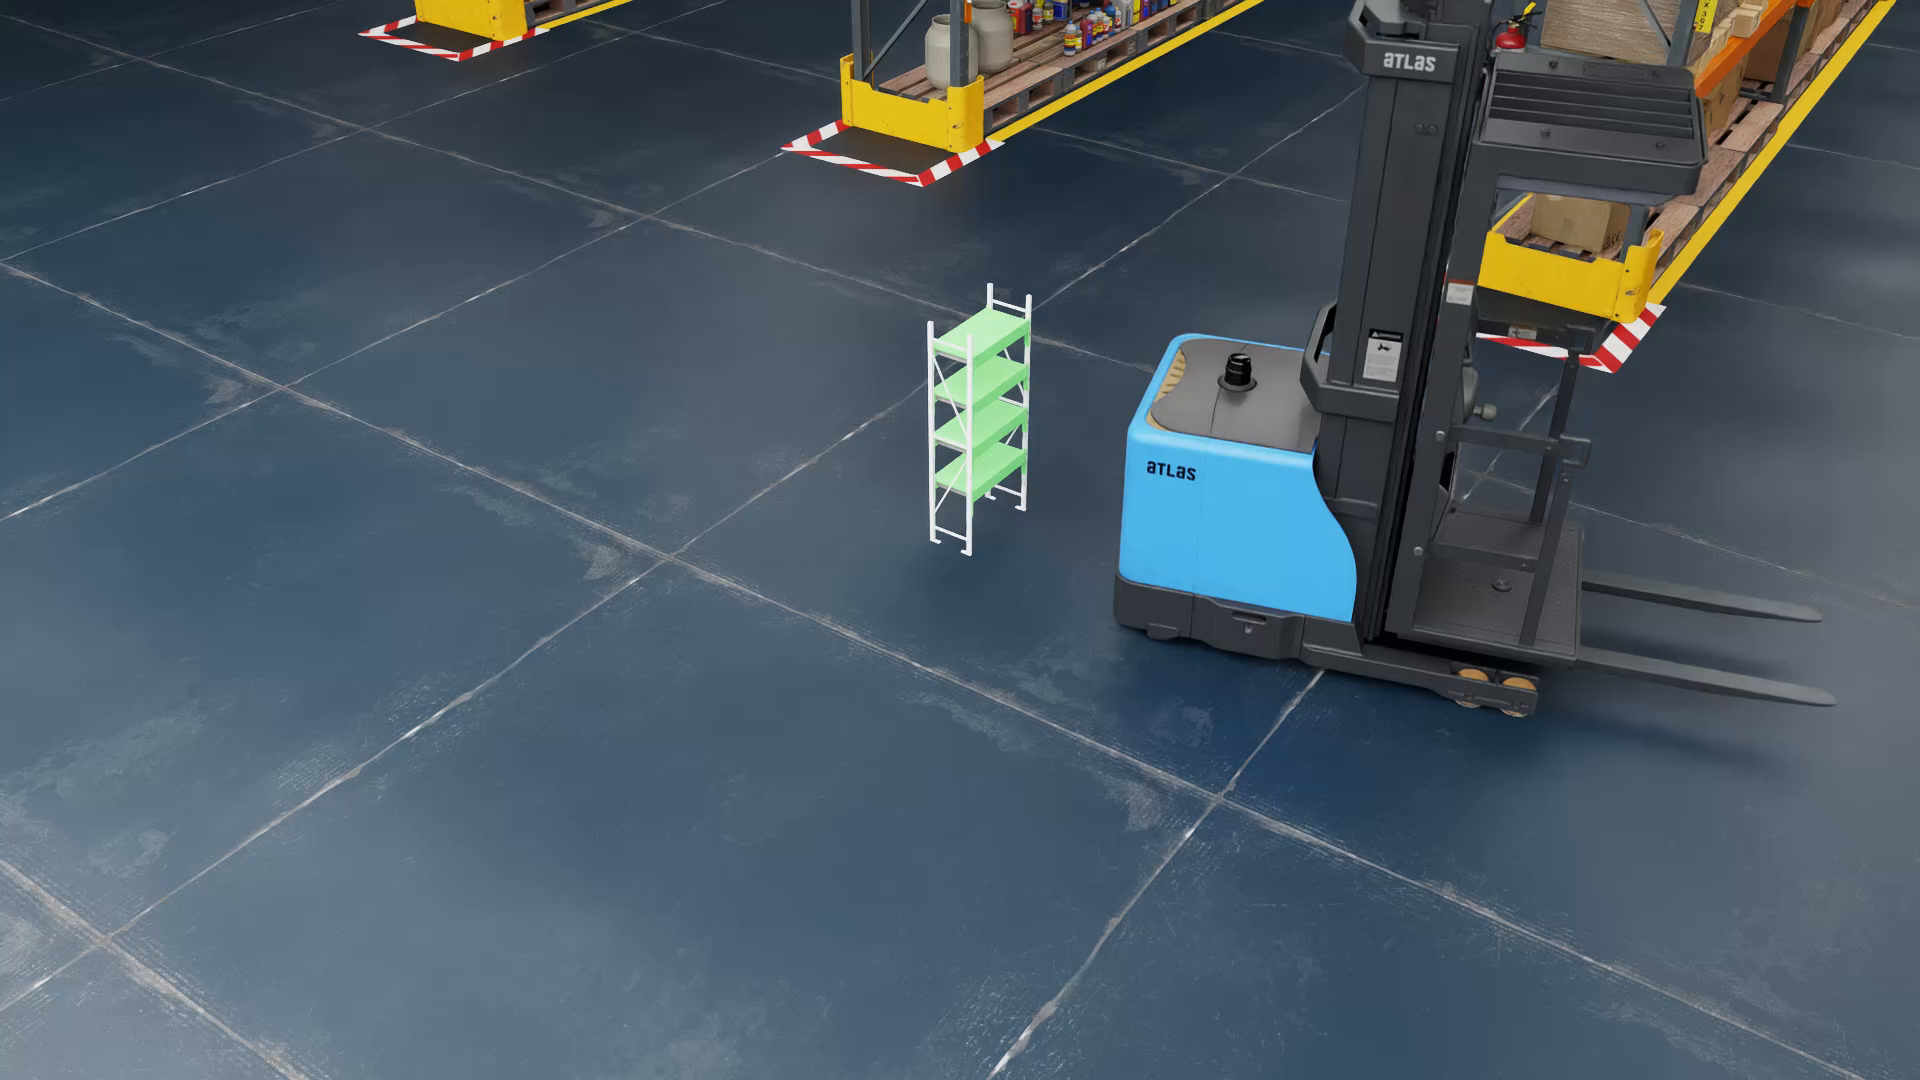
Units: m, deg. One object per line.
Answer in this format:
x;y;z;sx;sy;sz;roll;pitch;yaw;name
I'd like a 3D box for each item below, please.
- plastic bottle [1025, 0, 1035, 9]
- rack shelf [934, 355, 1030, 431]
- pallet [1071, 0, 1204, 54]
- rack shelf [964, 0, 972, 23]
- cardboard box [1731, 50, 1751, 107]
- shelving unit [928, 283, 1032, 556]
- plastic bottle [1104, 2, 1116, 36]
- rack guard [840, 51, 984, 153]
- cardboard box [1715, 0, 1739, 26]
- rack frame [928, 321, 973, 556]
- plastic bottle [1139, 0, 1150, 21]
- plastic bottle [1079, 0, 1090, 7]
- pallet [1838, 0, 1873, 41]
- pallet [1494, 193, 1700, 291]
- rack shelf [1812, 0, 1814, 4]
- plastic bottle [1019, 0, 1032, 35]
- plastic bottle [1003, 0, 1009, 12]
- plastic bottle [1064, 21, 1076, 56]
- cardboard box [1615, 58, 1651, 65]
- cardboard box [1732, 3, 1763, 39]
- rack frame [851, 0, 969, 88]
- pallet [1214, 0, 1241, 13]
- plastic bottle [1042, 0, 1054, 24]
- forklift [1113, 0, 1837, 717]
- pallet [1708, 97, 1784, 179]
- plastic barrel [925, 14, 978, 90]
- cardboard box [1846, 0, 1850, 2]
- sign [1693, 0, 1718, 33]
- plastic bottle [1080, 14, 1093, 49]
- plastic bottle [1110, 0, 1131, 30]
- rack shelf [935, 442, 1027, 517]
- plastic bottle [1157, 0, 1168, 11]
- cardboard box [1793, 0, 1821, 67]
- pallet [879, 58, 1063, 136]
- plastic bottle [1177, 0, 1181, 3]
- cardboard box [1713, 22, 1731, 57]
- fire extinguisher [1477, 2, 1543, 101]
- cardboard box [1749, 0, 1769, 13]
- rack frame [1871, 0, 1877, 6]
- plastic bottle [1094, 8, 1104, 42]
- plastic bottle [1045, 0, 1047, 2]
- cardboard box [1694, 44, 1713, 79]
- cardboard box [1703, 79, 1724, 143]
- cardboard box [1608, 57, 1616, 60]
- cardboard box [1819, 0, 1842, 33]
0.554;-4.582;14.387;0.152;0.276;0.135;20;39;27;plastic bottle
0.094;-0.719;7.928;0.258;0.148;0.480;21;39;28;rack shelf
1.485;-4.762;15.103;1.003;0.211;1.213;21;39;28;pallet
0.762;-4.994;13.599;1.077;0.370;4.000;21;39;28;rack shelf
5.710;-3.598;12.749;0.500;0.500;0.500;20;39;27;cardboard box
0.094;-0.573;8.027;0.258;1.200;0.503;21;39;28;shelving unit
1.280;-4.456;14.204;0.097;0.271;0.097;0;34;0;plastic bottle
-0.374;-3.386;12.811;1.175;0.500;0.348;21;39;28;rack guard
4.534;-3.683;10.664;0.875;0.500;0.500;21;39;28;cardboard box
-0.045;-0.461;7.860;0.240;1.200;0.015;21;39;28;rack frame
1.604;-4.705;14.561;0.061;0.283;0.133;24;41;31;plastic bottle
1.118;-4.920;14.891;0.097;0.271;0.097;0;34;0;plastic bottle
7.805;-4.957;15.392;1.003;0.211;1.213;21;39;28;pallet
4.226;-2.032;11.067;1.003;0.211;1.213;21;39;28;pallet
7.112;-5.253;13.982;1.077;0.370;4.000;21;39;28;rack shelf
0.563;-4.487;14.240;0.061;0.283;0.133;21;39;28;plastic bottle
0.360;-4.474;14.220;0.061;0.283;0.133;22;40;29;plastic bottle
0.912;-4.159;13.765;0.097;0.271;0.097;0;34;0;plastic bottle
4.049;-2.741;9.849;0.380;0.149;0.250;21;39;28;cardboard box
4.984;-3.400;10.824;0.380;0.149;0.250;21;39;28;cardboard box
-0.378;-4.372;12.037;1.000;3.000;0.127;21;39;28;rack frame
2.318;-5.431;16.093;1.003;0.211;1.213;21;39;28;pallet
0.769;-4.610;14.495;0.097;0.201;0.097;0;34;0;plastic bottle
2.276;-0.792;6.805;3.031;2.935;1.130;10;35;15;forklift
5.617;-3.155;12.727;1.003;0.211;1.213;21;39;28;pallet
-0.066;-3.842;13.100;0.421;0.512;0.421;0;34;0;plastic barrel
7.887;-5.303;15.253;0.700;0.500;0.500;19;38;26;cardboard box
4.136;-2.975;9.199;0.100;0.325;0.005;21;39;28;sign
1.056;-4.262;13.907;0.061;0.283;0.133;22;40;29;plastic bottle
1.383;-4.568;14.365;0.152;0.276;0.135;22;40;29;plastic bottle
0.094;-0.321;8.197;0.258;0.148;0.480;21;39;28;rack shelf
1.772;-4.909;14.803;0.144;0.351;0.185;20;39;27;plastic bottle
6.627;-4.266;13.720;0.700;0.500;0.500;21;39;28;cardboard box
0.094;-3.639;13.442;1.003;0.211;1.213;21;39;28;pallet
1.952;-4.969;15.026;0.097;0.201;0.097;0;34;0;plastic bottle
4.636;-3.194;10.520;0.380;0.149;0.250;21;39;28;cardboard box
3.247;-2.852;9.859;0.296;0.674;0.183;21;39;28;fire extinguisher
5.223;-3.648;11.191;0.380;0.149;0.250;21;39;28;cardboard box
8.252;-6.471;15.142;1.000;3.000;0.127;21;39;28;rack frame
1.164;-4.362;14.066;0.097;0.271;0.097;0;34;0;plastic bottle
0.751;-4.776;14.607;0.144;0.351;0.185;21;39;28;plastic bottle
4.362;-2.960;10.173;0.380;0.149;0.250;21;39;28;cardboard box
5.101;-3.021;11.896;0.500;0.500;0.500;18;38;24;cardboard box
3.827;-2.998;10.229;0.380;0.149;0.250;21;39;28;cardboard box
7.263;-4.781;14.481;0.700;0.500;0.500;25;41;32;cardboard box
